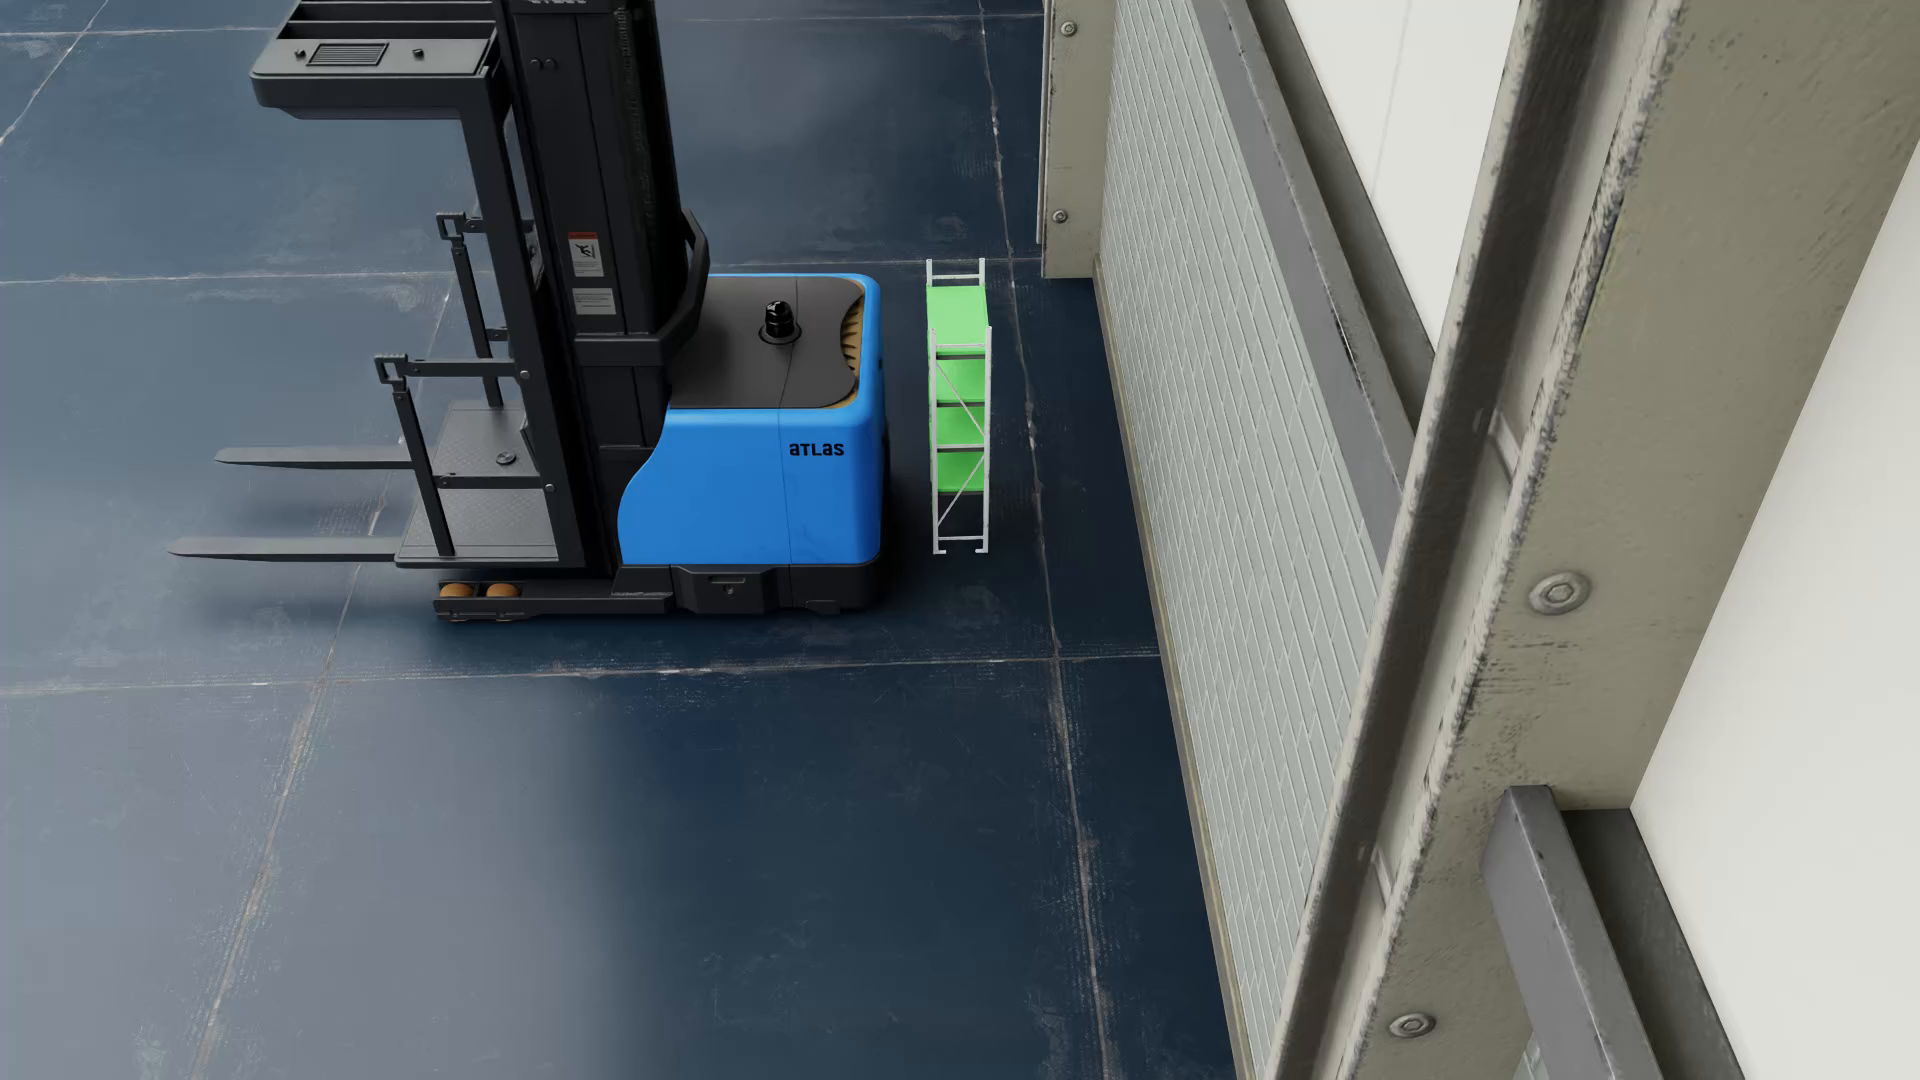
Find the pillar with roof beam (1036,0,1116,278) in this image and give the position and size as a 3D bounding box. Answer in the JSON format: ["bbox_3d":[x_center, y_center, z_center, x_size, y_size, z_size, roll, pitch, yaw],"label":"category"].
[{"bbox_3d":[-3.715,-4.738,5.909,9.100,9.000,0.400,-2,43,-2],"label":"pillar with roof beam"}]

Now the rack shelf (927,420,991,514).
[{"bbox_3d":[-0.007,-0.330,7.322,0.258,0.148,0.480,-2,43,-2],"label":"rack shelf"}]

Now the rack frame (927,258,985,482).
[{"bbox_3d":[-0.017,-0.719,7.296,0.240,1.200,0.015,-2,43,-2],"label":"rack frame"}]

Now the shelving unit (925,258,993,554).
[{"bbox_3d":[-0.007,-0.554,7.116,0.258,1.200,0.503,-2,43,-2],"label":"shelving unit"}]

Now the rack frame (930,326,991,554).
[{"bbox_3d":[0.003,-0.389,6.936,0.240,1.200,0.015,-2,43,-2],"label":"rack frame"}]

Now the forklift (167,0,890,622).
[{"bbox_3d":[-1.837,-1.095,6.426,3.031,2.935,1.130,0,43,0],"label":"forklift"}]

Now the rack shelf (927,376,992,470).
[{"bbox_3d":[-0.007,-0.507,7.159,0.258,0.148,0.480,-2,43,-2],"label":"rack shelf"}]

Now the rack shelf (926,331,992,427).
[{"bbox_3d":[-0.007,-0.684,6.997,0.258,0.148,0.480,-2,43,-2],"label":"rack shelf"}]

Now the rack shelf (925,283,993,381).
[{"bbox_3d":[-0.007,-0.861,6.835,0.258,0.148,0.480,-2,43,-2],"label":"rack shelf"}]
